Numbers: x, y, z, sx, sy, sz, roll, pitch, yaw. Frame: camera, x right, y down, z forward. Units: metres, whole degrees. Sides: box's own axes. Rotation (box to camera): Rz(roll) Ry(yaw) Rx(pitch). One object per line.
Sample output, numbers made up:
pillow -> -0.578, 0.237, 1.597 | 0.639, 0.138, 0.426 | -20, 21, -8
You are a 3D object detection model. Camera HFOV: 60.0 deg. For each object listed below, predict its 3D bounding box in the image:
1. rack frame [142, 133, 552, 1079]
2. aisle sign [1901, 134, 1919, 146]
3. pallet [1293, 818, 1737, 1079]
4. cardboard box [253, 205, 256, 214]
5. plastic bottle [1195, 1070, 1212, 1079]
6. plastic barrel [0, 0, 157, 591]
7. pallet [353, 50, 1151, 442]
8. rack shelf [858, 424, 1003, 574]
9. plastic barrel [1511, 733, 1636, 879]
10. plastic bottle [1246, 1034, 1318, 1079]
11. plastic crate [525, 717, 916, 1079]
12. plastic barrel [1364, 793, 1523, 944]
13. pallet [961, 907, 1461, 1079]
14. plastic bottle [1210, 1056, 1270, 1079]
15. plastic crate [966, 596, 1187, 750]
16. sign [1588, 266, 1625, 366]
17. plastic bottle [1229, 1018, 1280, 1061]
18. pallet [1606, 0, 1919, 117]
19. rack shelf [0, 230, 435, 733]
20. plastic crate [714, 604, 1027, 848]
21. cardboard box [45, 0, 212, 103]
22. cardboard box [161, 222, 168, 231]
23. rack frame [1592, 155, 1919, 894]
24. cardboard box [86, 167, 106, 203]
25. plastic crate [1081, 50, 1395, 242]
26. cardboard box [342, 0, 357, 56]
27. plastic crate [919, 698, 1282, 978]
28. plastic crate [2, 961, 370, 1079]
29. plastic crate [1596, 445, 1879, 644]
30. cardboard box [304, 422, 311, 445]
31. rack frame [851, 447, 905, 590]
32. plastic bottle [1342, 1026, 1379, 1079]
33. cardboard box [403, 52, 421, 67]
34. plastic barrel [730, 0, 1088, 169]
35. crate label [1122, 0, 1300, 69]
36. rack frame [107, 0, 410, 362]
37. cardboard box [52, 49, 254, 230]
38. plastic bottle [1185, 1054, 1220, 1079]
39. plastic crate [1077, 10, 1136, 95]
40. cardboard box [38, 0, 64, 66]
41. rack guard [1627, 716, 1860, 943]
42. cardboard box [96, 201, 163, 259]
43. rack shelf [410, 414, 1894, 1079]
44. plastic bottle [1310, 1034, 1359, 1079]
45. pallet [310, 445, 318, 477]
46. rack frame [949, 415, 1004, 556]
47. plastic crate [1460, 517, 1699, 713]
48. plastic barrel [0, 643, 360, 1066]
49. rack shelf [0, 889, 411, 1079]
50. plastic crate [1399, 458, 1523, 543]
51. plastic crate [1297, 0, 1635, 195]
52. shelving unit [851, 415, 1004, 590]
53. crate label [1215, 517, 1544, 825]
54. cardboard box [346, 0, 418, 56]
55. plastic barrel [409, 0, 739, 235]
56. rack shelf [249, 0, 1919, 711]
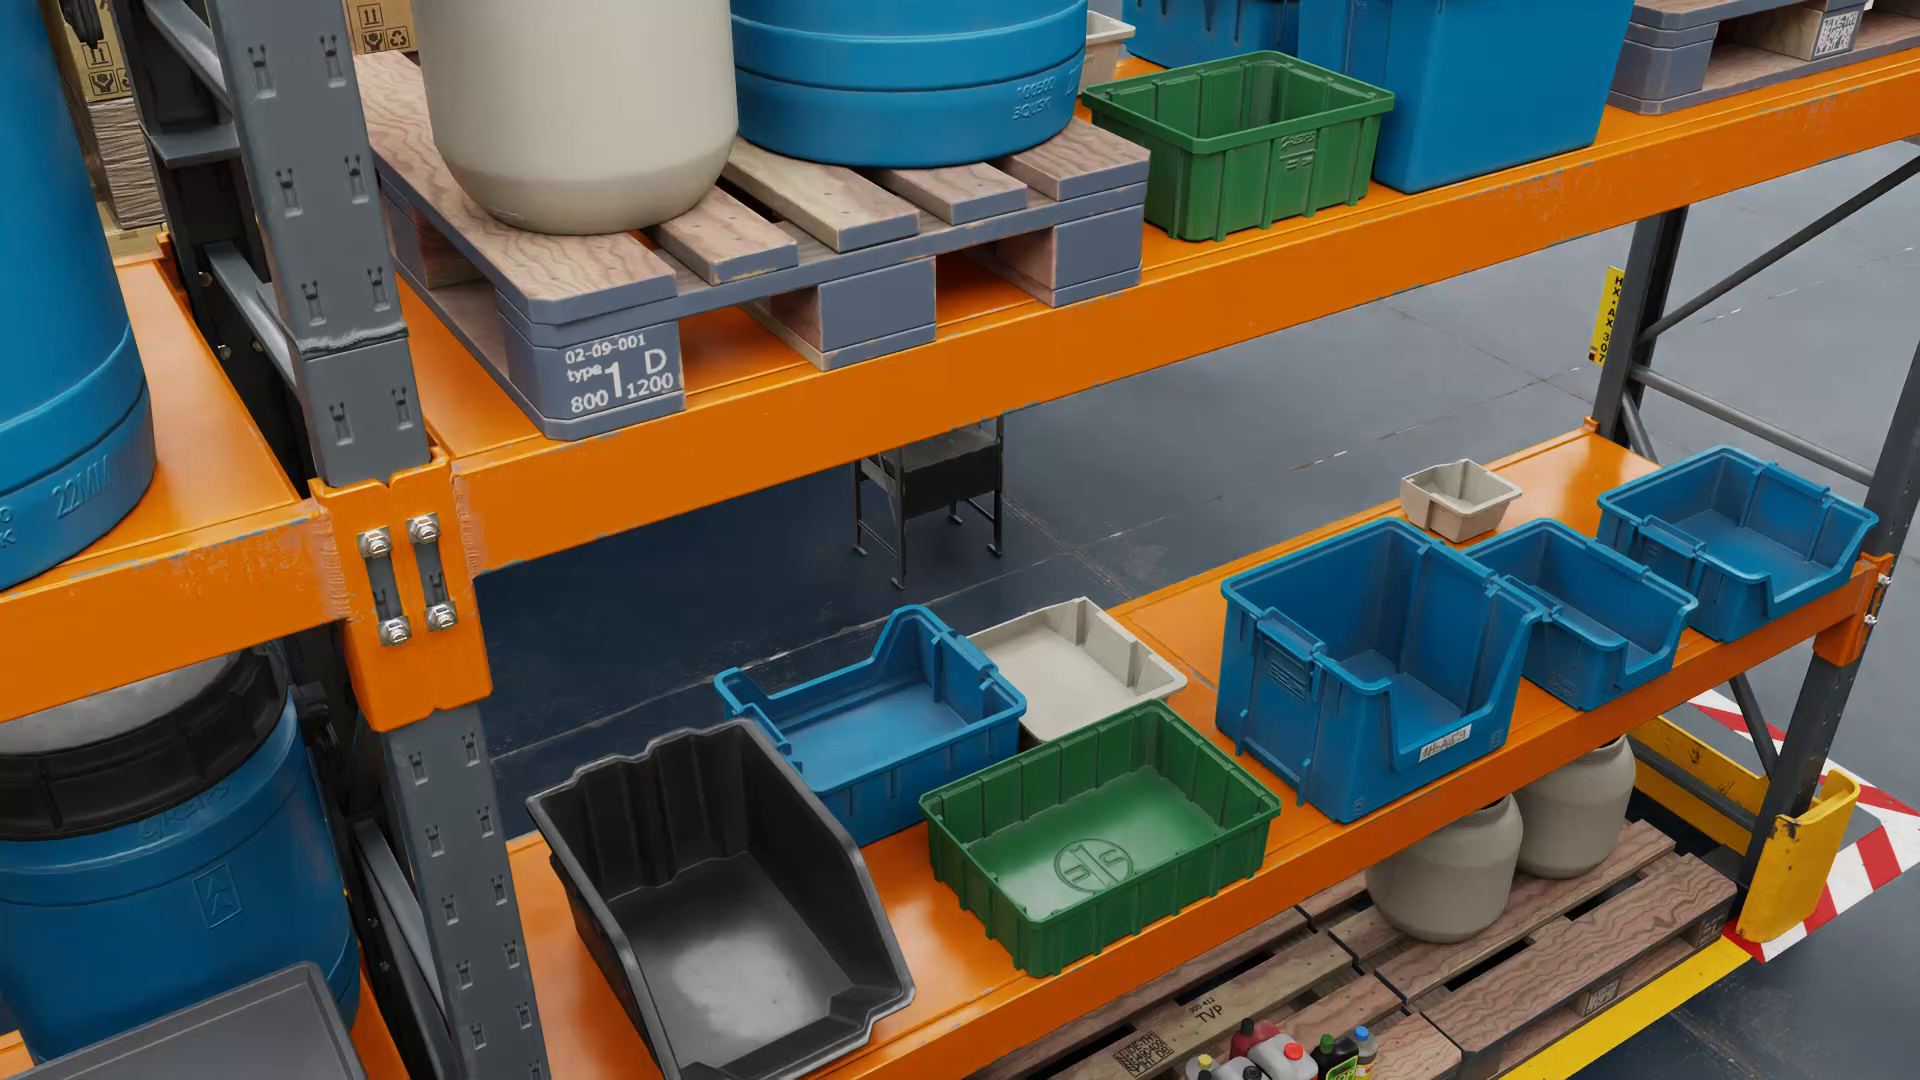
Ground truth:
rack frame -> -0.992, 0.816, 3.145 | 0.127, 3.000, 1.000 | -19, 37, -27
aisle sign -> 2.591, -1.327, 4.106 | 0.004, 0.787, 0.394 | -19, 37, -27
pallet -> 1.646, 1.115, 5.285 | 1.213, 0.211, 1.003 | -19, 37, -27
cardboard box -> -2.920, -1.377, 6.857 | 0.250, 0.149, 0.380 | -19, 37, -27
plastic bottle -> 0.584, 1.472, 4.176 | 0.185, 0.351, 0.144 | -17, 36, -25
plastic barrel -> -1.302, -0.420, 1.823 | 0.708, 0.901, 0.600 | -19, 37, -27
pallet -> -0.439, -0.625, 2.795 | 1.003, 0.211, 1.213 | -19, 37, -27
rack shelf -> -0.139, -0.237, 6.995 | 0.480, 0.518, 0.431 | -19, 37, -27
plastic barrel -> 1.858, 0.759, 5.174 | 0.421, 0.512, 0.421 | 0, 32, 0
plastic bottle -> 0.837, 1.414, 4.338 | 0.135, 0.276, 0.152 | -19, 37, -27
plastic crate -> -0.483, 0.748, 3.311 | 0.504, 0.338, 0.767 | -19, 37, -27
plastic barrel -> 1.437, 0.904, 4.944 | 0.421, 0.512, 0.421 | 0, 32, 0
pallet -> 0.621, 1.465, 4.729 | 1.213, 0.211, 1.003 | -19, 37, -27
plastic bottle -> 0.721, 1.454, 4.274 | 0.135, 0.276, 0.152 | -20, 37, -29
plastic crate -> 0.236, 0.345, 4.139 | 0.437, 0.136, 0.530 | -19, 37, -27
sign -> 2.076, -0.705, 5.297 | 0.005, 0.325, 0.100 | -19, 37, -27
plastic bottle -> 0.779, 1.363, 4.411 | 0.133, 0.283, 0.061 | -19, 37, -27
pallet -> 1.622, -1.334, 3.918 | 1.213, 0.211, 1.003 | -19, 37, -27
rack shelf -> -2.673, 0.430, 1.620 | 4.000, 0.370, 1.077 | -19, 37, -27
plastic crate -> -0.209, 0.437, 3.885 | 0.616, 0.251, 0.499 | -19, 37, -27
cardboard box -> -3.160, -2.012, 6.318 | 0.500, 0.500, 0.500 | -19, 37, -27
cardboard box -> -3.115, -1.292, 6.723 | 0.250, 0.149, 0.380 | -19, 37, -27
rack frame -> 2.370, -0.340, 4.978 | 0.127, 3.000, 1.000 | -19, 37, -27
cardboard box -> -3.654, -1.493, 7.040 | 0.250, 0.149, 0.380 | -19, 37, -27
plastic crate -> 0.482, -0.697, 2.931 | 0.450, 0.188, 0.336 | -19, 37, -27
cardboard box -> -2.740, -2.157, 6.549 | 0.500, 0.500, 0.500 | -19, 37, -27
plastic crate -> 0.302, 0.640, 3.623 | 0.662, 0.188, 0.450 | -19, 37, -27
plastic crate -> -1.233, 1.066, 2.688 | 0.583, 0.464, 0.402 | -19, 37, -27
plastic crate -> 2.111, 0.002, 4.575 | 0.616, 0.251, 0.499 | -19, 37, -27
cardboard box -> -2.840, -0.792, 7.643 | 0.500, 0.500, 0.500 | -8, 33, -12
rack frame -> -0.344, -0.770, 6.502 | 0.015, 2.100, 0.400 | -19, 37, -27
plastic bottle -> 1.064, 1.385, 4.454 | 0.097, 0.201, 0.097 | 0, 32, 0
cardboard box -> -2.459, -1.994, 7.227 | 0.500, 0.500, 0.875 | -19, 37, -27
plastic barrel -> -0.097, -1.082, 2.479 | 0.708, 0.901, 0.600 | -19, 37, -27
crate label -> 0.618, -1.153, 3.594 | 0.408, 0.251, 0.502 | -19, 37, -27
rack frame -> -0.992, -1.721, 1.544 | 0.127, 3.000, 1.000 | -19, 37, -27
cardboard box -> -3.264, -1.675, 6.722 | 0.500, 0.500, 0.875 | -19, 37, -27
plastic bottle -> 0.637, 1.435, 4.374 | 0.097, 0.201, 0.097 | 0, 32, 0
plastic crate -> 0.138, -0.986, 3.438 | 0.396, 0.136, 0.243 | -19, 37, -27
cardboard box -> -3.446, -2.249, 6.695 | 0.500, 0.500, 0.500 | -19, 37, -27
rack guard -> 2.332, 0.760, 5.576 | 0.348, 0.500, 1.175 | -19, 37, -27
cardboard box -> -3.332, -1.226, 6.618 | 0.250, 0.149, 0.380 | -19, 37, -27
rack shelf -> 0.689, 0.542, 4.253 | 4.000, 0.370, 1.077 | -19, 37, -27
plastic bottle -> 0.976, 1.392, 4.365 | 0.133, 0.283, 0.061 | -18, 36, -26
pallet -> -3.130, -0.436, 7.743 | 1.213, 0.211, 1.003 | -19, 37, -27
rack frame -> 0.066, -0.911, 6.726 | 0.015, 2.100, 0.400 | -19, 37, -27
plastic crate -> 1.562, 0.187, 4.282 | 0.408, 0.251, 0.499 | -19, 37, -27
plastic barrel -> -1.481, 0.580, 3.049 | 0.708, 0.901, 0.600 | -19, 37, -27
rack shelf -> -2.673, 1.698, 2.420 | 4.000, 0.370, 1.077 | -19, 37, -27
plastic crate -> 1.443, -0.114, 4.867 | 0.250, 0.136, 0.298 | -19, 37, -27
plastic crate -> 0.930, -0.916, 3.094 | 0.575, 0.384, 0.392 | -19, 37, -27
shelving unit -> -0.139, -0.840, 6.614 | 0.503, 2.100, 0.431 | -19, 37, -27
crate label -> 0.970, 0.298, 3.933 | 0.616, 0.435, 0.502 | -19, 37, -27
cardboard box -> -2.320, -2.302, 6.777 | 0.500, 0.500, 0.500 | -19, 37, -27
plastic barrel -> -0.524, -0.714, 2.260 | 0.421, 0.512, 0.421 | 0, 32, 0
rack shelf -> 0.689, -0.726, 3.453 | 4.000, 0.370, 1.077 | -19, 37, -27
